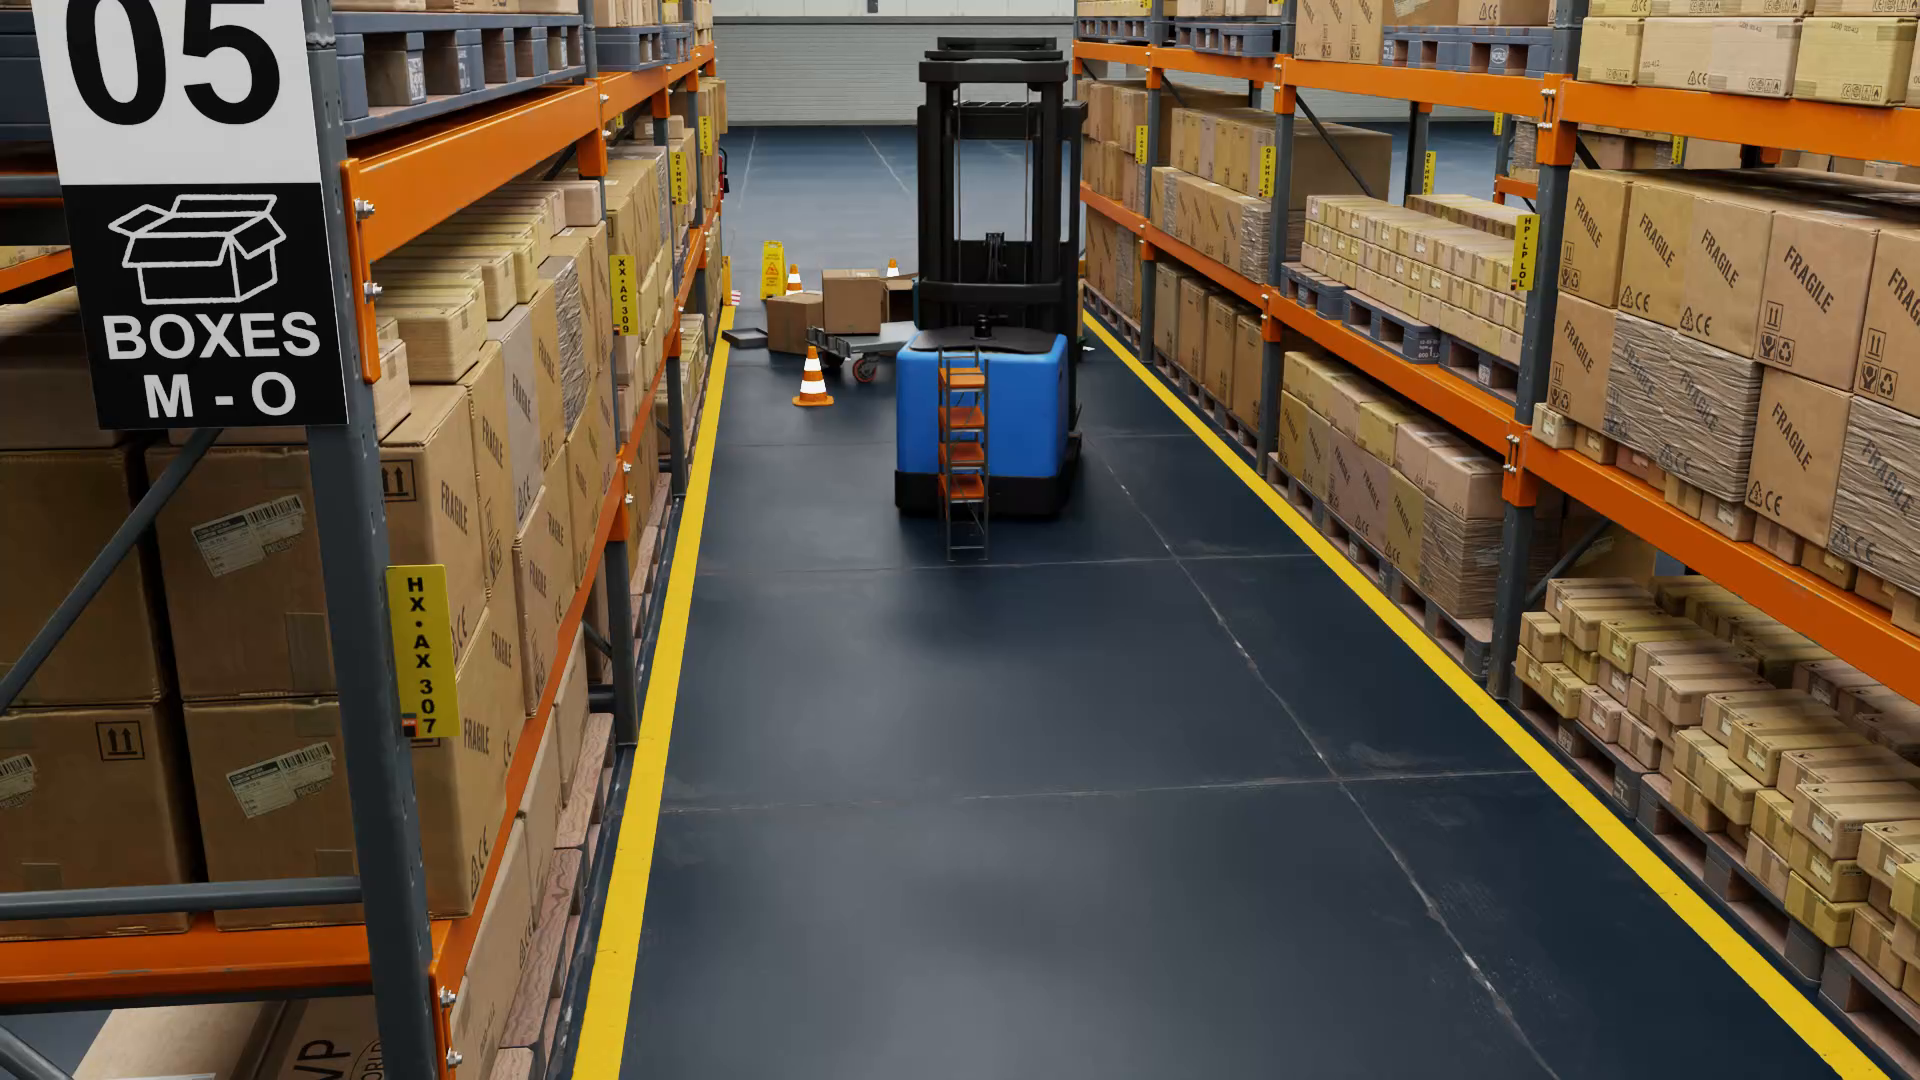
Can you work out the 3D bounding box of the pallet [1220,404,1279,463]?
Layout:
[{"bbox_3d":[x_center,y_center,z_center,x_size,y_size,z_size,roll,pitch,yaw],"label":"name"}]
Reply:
[{"bbox_3d":[2.577,-0.807,12.395,1.003,0.211,1.213,-2,18,-6],"label":"pallet"}]

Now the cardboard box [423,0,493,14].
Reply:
[{"bbox_3d":[-1.564,-1.666,4.432,0.500,0.500,0.500,-1,17,-5],"label":"cardboard box"}]

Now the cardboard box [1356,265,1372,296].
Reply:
[{"bbox_3d":[2.544,-1.521,9.733,0.380,0.149,0.250,-1,17,-4],"label":"cardboard box"}]

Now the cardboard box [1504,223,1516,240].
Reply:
[{"bbox_3d":[3.247,-1.670,9.213,0.380,0.149,0.250,-1,17,-4],"label":"cardboard box"}]

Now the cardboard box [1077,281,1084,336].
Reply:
[{"bbox_3d":[0.990,-2.331,16.764,0.500,0.500,0.500,1,17,4],"label":"cardboard box"}]

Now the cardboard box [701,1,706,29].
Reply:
[{"bbox_3d":[-2.617,-4.853,15.373,0.500,0.250,0.500,-2,18,-5],"label":"cardboard box"}]

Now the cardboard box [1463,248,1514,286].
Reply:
[{"bbox_3d":[2.707,-1.343,8.173,0.380,0.149,0.250,-2,18,-7],"label":"cardboard box"}]

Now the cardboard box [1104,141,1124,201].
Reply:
[{"bbox_3d":[1.948,-3.755,16.881,0.875,0.550,0.500,-2,18,-6],"label":"cardboard box"}]

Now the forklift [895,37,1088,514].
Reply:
[{"bbox_3d":[0.294,-1.956,11.514,1.130,2.935,3.031,2,18,7],"label":"forklift"}]

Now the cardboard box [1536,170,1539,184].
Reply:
[{"bbox_3d":[6.558,-3.971,18.236,0.380,0.149,0.250,-2,18,-6],"label":"cardboard box"}]

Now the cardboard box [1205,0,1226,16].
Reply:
[{"bbox_3d":[2.125,-4.136,12.301,0.500,0.500,0.500,-2,18,-6],"label":"cardboard box"}]

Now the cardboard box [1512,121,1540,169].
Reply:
[{"bbox_3d":[6.731,-4.432,18.621,0.875,0.500,0.500,-2,18,-6],"label":"cardboard box"}]

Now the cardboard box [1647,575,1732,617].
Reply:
[{"bbox_3d":[3.291,0.266,7.388,0.380,0.149,0.250,-1,17,-4],"label":"cardboard box"}]

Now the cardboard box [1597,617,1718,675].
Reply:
[{"bbox_3d":[2.870,0.434,6.851,0.380,0.149,0.250,-2,18,-6],"label":"cardboard box"}]

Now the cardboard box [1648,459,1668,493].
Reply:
[{"bbox_3d":[2.902,-0.260,6.418,0.380,0.149,0.250,-3,18,-8],"label":"cardboard box"}]

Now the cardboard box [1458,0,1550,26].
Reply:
[{"bbox_3d":[2.967,-2.853,8.377,0.797,0.503,0.637,-2,18,-6],"label":"cardboard box"}]

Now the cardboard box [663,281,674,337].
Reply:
[{"bbox_3d":[-1.951,-1.351,9.723,0.500,0.250,0.500,-1,17,-5],"label":"cardboard box"}]

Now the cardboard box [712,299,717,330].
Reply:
[{"bbox_3d":[-2.601,-2.140,15.875,0.500,0.250,0.500,-1,17,-3],"label":"cardboard box"}]

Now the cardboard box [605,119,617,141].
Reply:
[{"bbox_3d":[-2.831,-3.137,12.713,0.380,0.149,0.250,-1,17,-3],"label":"cardboard box"}]

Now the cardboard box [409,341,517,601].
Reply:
[{"bbox_3d":[-1.331,-0.164,3.855,0.500,0.500,0.500,-2,18,-7],"label":"cardboard box"}]

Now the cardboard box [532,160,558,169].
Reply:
[{"bbox_3d":[-2.424,-1.785,9.019,0.500,0.500,0.500,-1,17,-4],"label":"cardboard box"}]

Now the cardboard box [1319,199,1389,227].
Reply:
[{"bbox_3d":[2.468,-2.041,10.395,0.380,0.149,0.250,-2,18,-7],"label":"cardboard box"}]

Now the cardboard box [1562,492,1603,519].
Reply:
[{"bbox_3d":[3.182,-0.302,8.352,0.500,0.250,0.500,-3,18,-8],"label":"cardboard box"}]

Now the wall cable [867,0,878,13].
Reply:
[{"bbox_3d":[-1.555,-18.341,47.896,2.305,6.003,0.169,-2,18,-6],"label":"wall cable"}]

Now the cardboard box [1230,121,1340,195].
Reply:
[{"bbox_3d":[2.438,-2.862,12.450,0.700,0.500,0.500,-2,18,-6],"label":"cardboard box"}]

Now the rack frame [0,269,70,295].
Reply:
[{"bbox_3d":[-7.679,-2.754,13.942,1.000,3.000,0.127,-2,18,-6],"label":"rack frame"}]

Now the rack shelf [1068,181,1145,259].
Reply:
[{"bbox_3d":[1.964,-3.344,17.023,1.077,0.370,4.000,-2,18,-6],"label":"rack shelf"}]

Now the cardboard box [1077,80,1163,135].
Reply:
[{"bbox_3d":[1.758,-4.759,18.273,0.875,0.550,0.550,-2,18,-6],"label":"cardboard box"}]

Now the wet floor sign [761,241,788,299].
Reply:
[{"bbox_3d":[-2.110,-3.067,18.869,0.267,0.644,0.232,4,18,13],"label":"wet floor sign"}]

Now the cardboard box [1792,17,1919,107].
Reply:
[{"bbox_3d":[2.926,-1.461,5.066,0.500,0.250,0.500,-1,17,-3],"label":"cardboard box"}]

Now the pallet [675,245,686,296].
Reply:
[{"bbox_3d":[-2.509,-1.835,11.333,1.213,0.211,1.003,-2,18,-6],"label":"pallet"}]

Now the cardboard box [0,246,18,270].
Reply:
[{"bbox_3d":[-7.228,-2.089,12.072,0.500,0.250,0.500,-1,17,-4],"label":"cardboard box"}]

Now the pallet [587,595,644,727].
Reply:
[{"bbox_3d":[-2.072,0.578,7.985,1.003,0.211,1.213,-2,18,-6],"label":"pallet"}]

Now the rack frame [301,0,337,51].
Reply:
[{"bbox_3d":[-1.505,-2.196,2.148,1.000,3.000,0.127,-2,18,-6],"label":"rack frame"}]

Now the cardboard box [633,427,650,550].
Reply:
[{"bbox_3d":[-2.254,-0.429,9.383,0.875,0.875,0.875,-2,17,-5],"label":"cardboard box"}]

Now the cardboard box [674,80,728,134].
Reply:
[{"bbox_3d":[-2.686,-4.322,16.603,0.700,0.500,0.500,-2,18,-6],"label":"cardboard box"}]

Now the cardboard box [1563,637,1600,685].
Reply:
[{"bbox_3d":[2.830,0.500,7.138,0.380,0.149,0.250,-2,18,-5],"label":"cardboard box"}]

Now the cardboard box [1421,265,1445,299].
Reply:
[{"bbox_3d":[2.649,-1.355,8.706,0.380,0.149,0.250,-3,18,-8],"label":"cardboard box"}]

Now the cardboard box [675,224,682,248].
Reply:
[{"bbox_3d":[-2.165,-2.151,11.739,0.380,0.149,0.250,-2,18,-5],"label":"cardboard box"}]

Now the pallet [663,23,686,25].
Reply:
[{"bbox_3d":[-2.675,-3.754,12.433,1.213,0.211,1.003,-2,18,-6],"label":"pallet"}]

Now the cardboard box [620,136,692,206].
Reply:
[{"bbox_3d":[-2.367,-2.867,12.935,0.500,0.500,0.500,-1,17,-4],"label":"cardboard box"}]

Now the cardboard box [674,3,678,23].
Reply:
[{"bbox_3d":[-2.538,-4.299,13.405,0.500,0.250,0.500,-2,18,-7],"label":"cardboard box"}]

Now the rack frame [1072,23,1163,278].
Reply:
[{"bbox_3d":[1.758,-4.284,18.813,1.000,3.000,0.127,-2,18,-6],"label":"rack frame"}]

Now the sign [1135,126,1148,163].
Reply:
[{"bbox_3d":[1.619,-3.525,14.820,0.100,0.325,0.005,-2,18,-6],"label":"sign"}]

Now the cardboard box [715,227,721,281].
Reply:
[{"bbox_3d":[-2.756,-2.961,17.237,0.500,0.500,0.500,-1,17,-4],"label":"cardboard box"}]

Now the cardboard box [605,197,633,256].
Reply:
[{"bbox_3d":[-1.677,-1.190,7.124,0.500,0.500,0.500,-2,17,-5],"label":"cardboard box"}]

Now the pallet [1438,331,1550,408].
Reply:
[{"bbox_3d":[3.062,-0.849,8.194,1.003,0.211,1.213,-2,18,-6],"label":"pallet"}]

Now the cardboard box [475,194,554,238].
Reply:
[{"bbox_3d":[-1.634,-1.121,5.821,0.380,0.149,0.250,-2,18,-6],"label":"cardboard box"}]

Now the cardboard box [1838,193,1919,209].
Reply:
[{"bbox_3d":[3.411,-0.937,5.820,0.500,0.500,0.500,-1,17,-4],"label":"cardboard box"}]

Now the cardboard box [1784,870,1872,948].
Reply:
[{"bbox_3d":[2.951,1.191,5.435,0.380,0.149,0.250,-3,18,-8],"label":"cardboard box"}]

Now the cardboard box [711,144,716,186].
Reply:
[{"bbox_3d":[-2.730,-3.838,16.732,0.500,0.500,0.500,-2,18,-6],"label":"cardboard box"}]

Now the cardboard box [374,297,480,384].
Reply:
[{"bbox_3d":[-1.277,-0.439,3.648,0.380,0.149,0.250,-1,17,-4],"label":"cardboard box"}]

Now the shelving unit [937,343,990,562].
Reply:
[{"bbox_3d":[0.017,-0.523,9.840,0.258,1.200,0.503,-2,18,-6],"label":"shelving unit"}]

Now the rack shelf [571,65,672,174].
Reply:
[{"bbox_3d":[-2.124,-2.209,8.399,1.077,0.370,4.000,-2,18,-6],"label":"rack shelf"}]

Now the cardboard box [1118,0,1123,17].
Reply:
[{"bbox_3d":[1.710,-5.052,15.806,0.380,0.149,0.250,-2,17,-5],"label":"cardboard box"}]

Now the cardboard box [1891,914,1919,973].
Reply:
[{"bbox_3d":[3.015,1.198,4.915,0.380,0.149,0.250,-2,18,-8],"label":"cardboard box"}]

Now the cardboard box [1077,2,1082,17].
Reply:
[{"bbox_3d":[1.474,-5.731,17.967,0.380,0.149,0.250,-2,18,-5],"label":"cardboard box"}]

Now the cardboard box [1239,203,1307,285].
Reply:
[{"bbox_3d":[2.270,-2.074,11.608,0.500,0.500,0.500,-2,18,-6],"label":"cardboard box"}]

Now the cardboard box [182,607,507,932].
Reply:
[{"bbox_3d":[-1.269,0.467,3.515,0.500,0.500,0.500,-2,18,-6],"label":"cardboard box"}]
